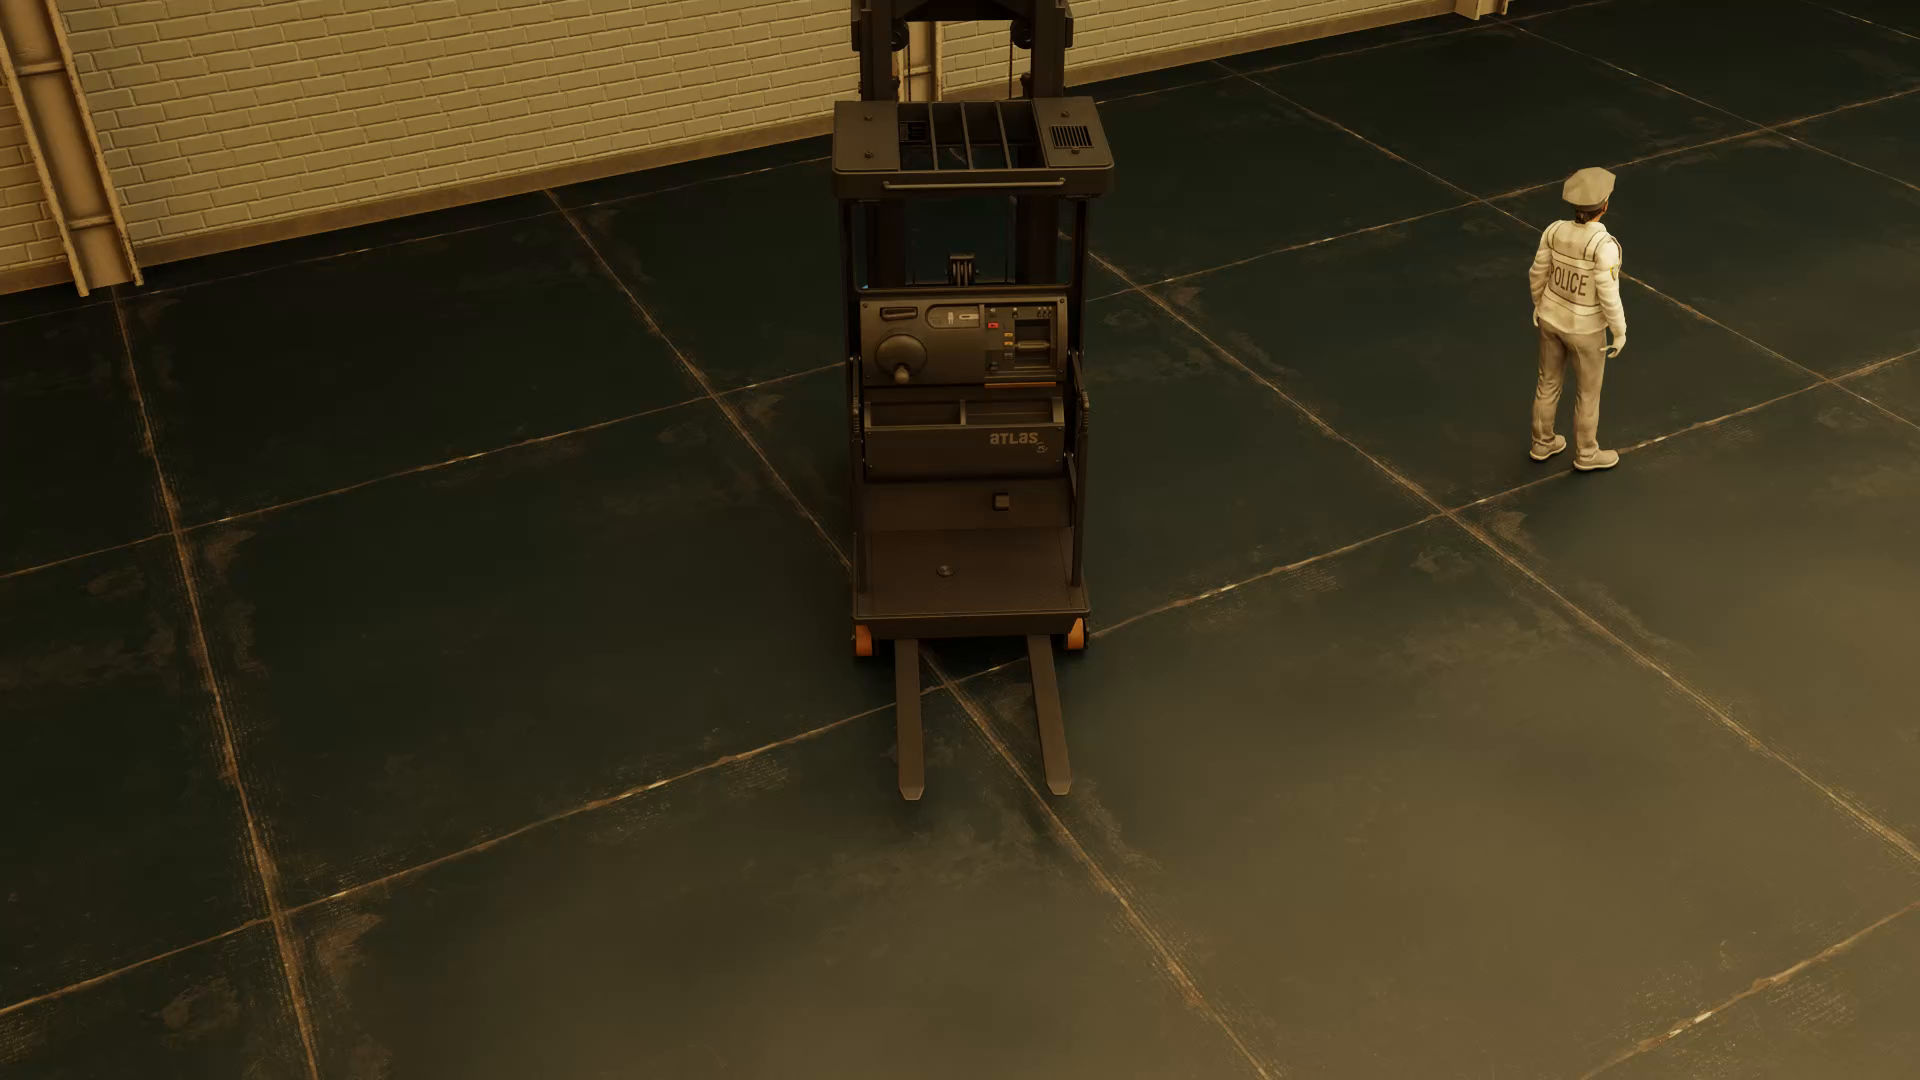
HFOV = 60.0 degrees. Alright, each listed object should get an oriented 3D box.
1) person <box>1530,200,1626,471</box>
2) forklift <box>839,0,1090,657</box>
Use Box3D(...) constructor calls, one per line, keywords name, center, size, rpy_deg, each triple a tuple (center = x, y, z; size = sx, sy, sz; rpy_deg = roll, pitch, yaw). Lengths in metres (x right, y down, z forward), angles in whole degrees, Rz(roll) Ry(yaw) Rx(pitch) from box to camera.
Box3D(name="person", center=(3.323, -1.152, 8.859), size=(0.500, 1.641, 0.569), rpy_deg=(-22, 41, -28))
Box3D(name="forklift", center=(0.004, -1.125, 7.770), size=(1.129, 2.867, 1.939), rpy_deg=(-2, 35, -2))
